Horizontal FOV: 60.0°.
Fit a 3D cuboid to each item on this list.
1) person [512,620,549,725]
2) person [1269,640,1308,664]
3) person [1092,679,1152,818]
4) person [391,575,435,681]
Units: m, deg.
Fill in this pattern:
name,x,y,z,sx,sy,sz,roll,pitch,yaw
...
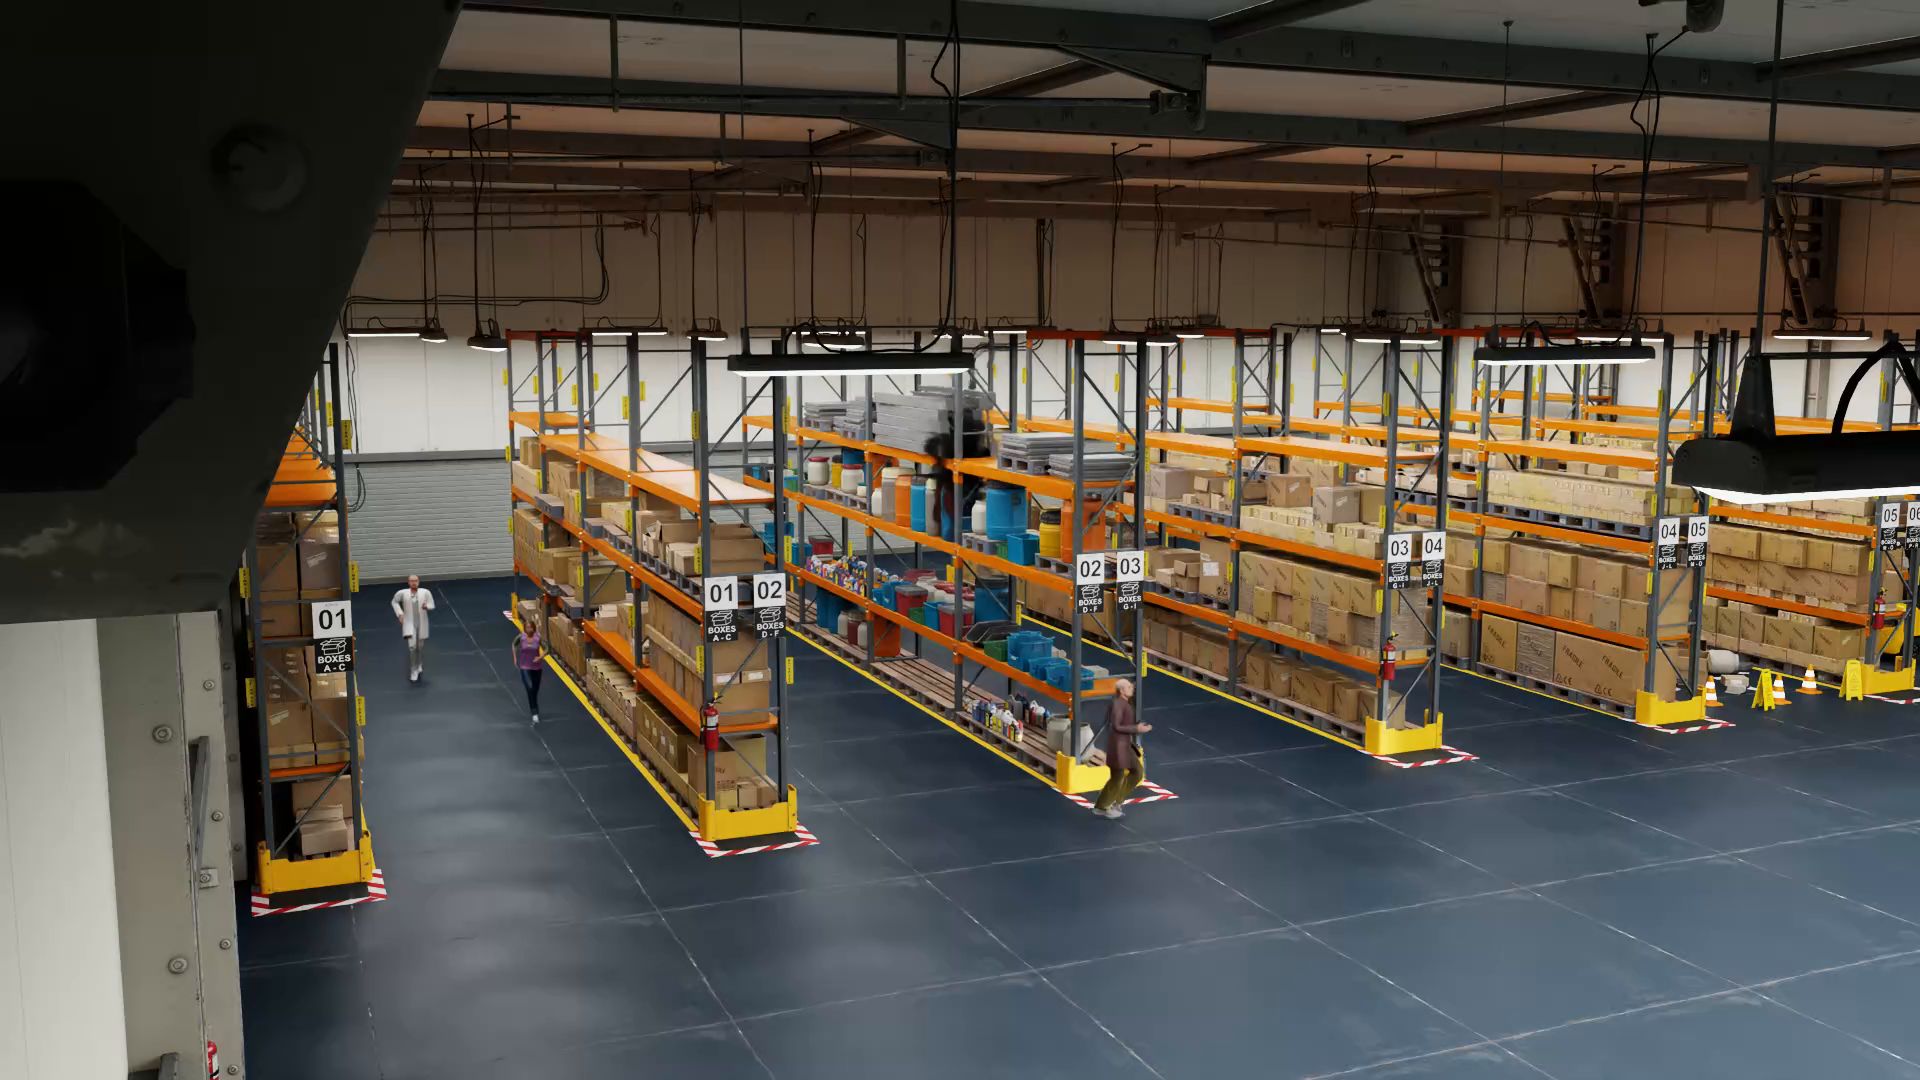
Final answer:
name,x,y,z,sx,sy,sz,roll,pitch,yaw
person,-6.711,2.014,26.016,0.557,1.596,0.928,-2,8,-16
person,6.099,1.399,30.451,0.587,1.656,0.815,-5,9,-31
person,2.071,2.632,20.985,0.731,1.773,0.713,2,8,15
person,-9.492,1.519,28.975,0.682,1.841,0.801,-4,9,-27
